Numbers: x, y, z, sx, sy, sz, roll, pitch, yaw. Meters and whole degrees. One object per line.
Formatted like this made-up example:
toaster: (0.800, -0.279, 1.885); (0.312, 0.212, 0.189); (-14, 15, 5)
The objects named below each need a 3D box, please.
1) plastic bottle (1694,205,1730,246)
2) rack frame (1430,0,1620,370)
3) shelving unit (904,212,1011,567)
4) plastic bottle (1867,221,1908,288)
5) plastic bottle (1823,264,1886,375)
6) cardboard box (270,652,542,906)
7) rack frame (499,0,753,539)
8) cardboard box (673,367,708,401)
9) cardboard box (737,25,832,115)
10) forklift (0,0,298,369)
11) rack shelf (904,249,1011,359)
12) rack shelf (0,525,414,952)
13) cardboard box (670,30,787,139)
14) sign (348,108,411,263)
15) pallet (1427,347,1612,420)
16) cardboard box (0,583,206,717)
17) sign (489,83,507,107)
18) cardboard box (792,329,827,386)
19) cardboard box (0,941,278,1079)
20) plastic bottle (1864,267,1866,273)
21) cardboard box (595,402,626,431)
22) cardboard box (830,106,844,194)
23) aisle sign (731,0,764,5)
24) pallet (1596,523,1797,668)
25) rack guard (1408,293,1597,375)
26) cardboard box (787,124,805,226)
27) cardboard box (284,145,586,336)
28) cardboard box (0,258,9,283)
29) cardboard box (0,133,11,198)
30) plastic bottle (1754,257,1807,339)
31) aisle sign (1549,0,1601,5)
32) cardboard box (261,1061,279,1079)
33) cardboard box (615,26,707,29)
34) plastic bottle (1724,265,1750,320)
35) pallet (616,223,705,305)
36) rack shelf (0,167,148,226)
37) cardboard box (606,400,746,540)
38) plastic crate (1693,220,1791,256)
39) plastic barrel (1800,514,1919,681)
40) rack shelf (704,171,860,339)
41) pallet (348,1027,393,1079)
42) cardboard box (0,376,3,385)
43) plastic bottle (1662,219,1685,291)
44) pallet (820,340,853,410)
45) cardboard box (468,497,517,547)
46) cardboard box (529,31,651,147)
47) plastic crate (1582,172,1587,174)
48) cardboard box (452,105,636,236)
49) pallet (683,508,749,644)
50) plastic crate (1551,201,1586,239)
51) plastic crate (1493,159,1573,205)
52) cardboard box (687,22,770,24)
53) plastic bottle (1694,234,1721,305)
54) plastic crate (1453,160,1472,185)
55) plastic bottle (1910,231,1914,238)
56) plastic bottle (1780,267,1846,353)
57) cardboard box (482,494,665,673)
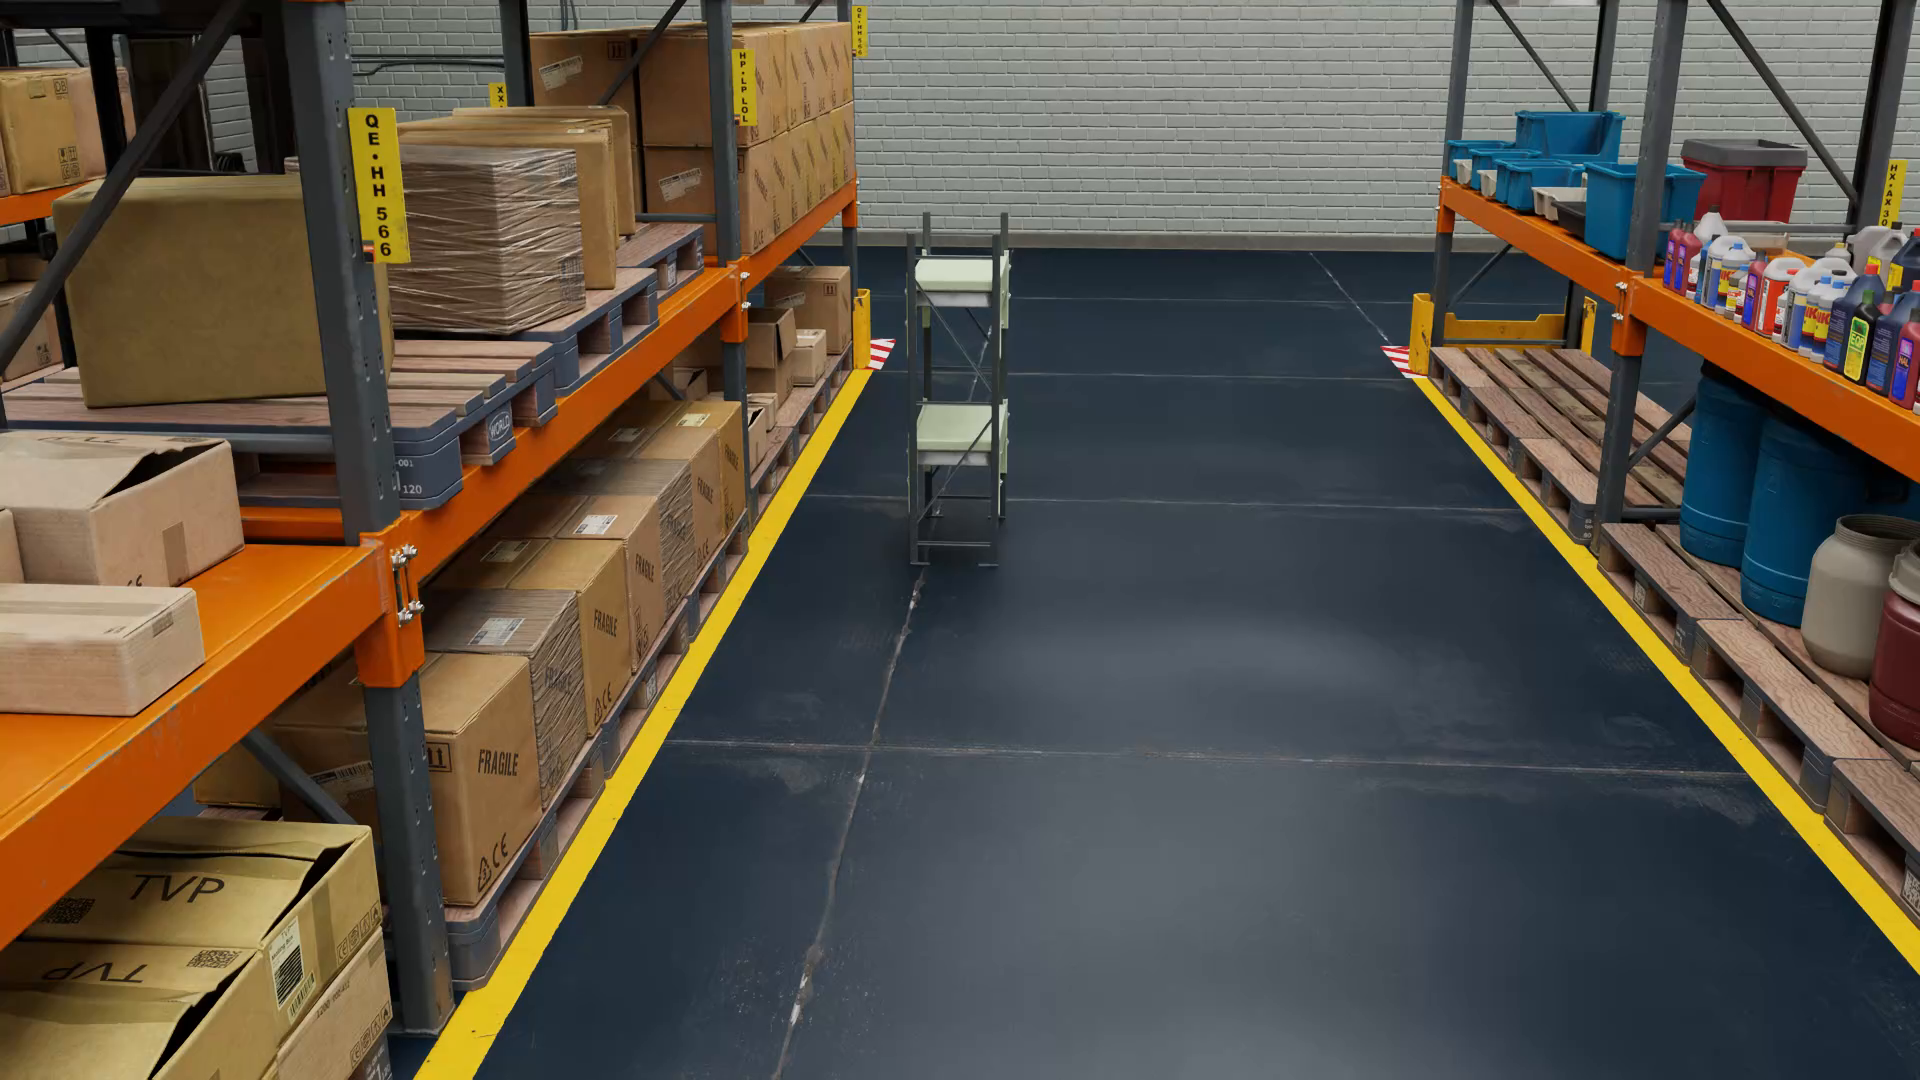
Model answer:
plastic bottle: (3.084, -1.208, 6.870); (0.144, 0.351, 0.185); (1, 18, 4)
rack frame: (3.722, -2.588, 11.004); (1.000, 3.000, 0.127); (1, 18, 4)
shelving unit: (0.000, -0.711, 7.683); (0.431, 1.500, 0.755); (1, 18, 4)
plastic bottle: (3.552, -1.033, 6.336); (0.144, 0.351, 0.185); (1, 18, 4)
plastic bottle: (2.909, -0.717, 5.374); (0.144, 0.351, 0.185); (1, 18, 4)
cardboard box: (-1.474, 0.629, 4.495); (0.500, 0.500, 0.500); (2, 18, 6)
rack frame: (-1.505, -1.457, 7.553); (1.000, 3.000, 0.127); (1, 18, 4)
cardboard box: (-1.694, -0.805, 9.174); (0.500, 0.311, 0.500); (1, 18, 4)
cardboard box: (-1.044, -2.760, 9.762); (0.500, 0.500, 0.500); (2, 18, 5)
forklift: (-3.917, -1.638, 8.216); (1.130, 2.935, 3.031); (6, 19, 17)
rack shelf: (0.000, -1.081, 7.562); (0.431, 0.370, 0.720); (1, 18, 4)
rack shelf: (-1.935, 0.748, 1.978); (1.077, 0.370, 4.000); (1, 18, 4)
cardboard box: (-1.154, -2.280, 8.299); (0.500, 0.500, 0.500); (1, 18, 2)
sign: (-1.238, -0.754, 3.547); (0.100, 0.325, 0.005); (1, 18, 4)
pallet: (3.624, -1.008, 10.659); (1.003, 0.211, 1.213); (1, 18, 4)
cardboard box: (-1.581, 0.190, 2.930); (0.380, 0.149, 0.250); (1, 18, 4)
sign: (-2.047, -1.879, 7.448); (0.100, 0.325, 0.005); (1, 18, 4)
cardboard box: (-1.110, -1.133, 10.274); (0.500, 0.250, 0.500); (1, 18, 4)
cardboard box: (-1.615, 0.955, 3.031); (0.500, 0.311, 0.500); (1, 18, 3)
plastic bottle: (3.577, -1.005, 6.492); (0.097, 0.201, 0.097); (0, 18, 0)
cardboard box: (-1.783, -0.334, 7.432); (0.500, 0.500, 0.500); (0, 18, 1)
cardboard box: (-1.013, -2.441, 10.394); (0.500, 0.500, 0.500); (1, 18, 4)
aisle sign: (-1.507, -3.963, 11.025); (0.394, 0.787, 0.004); (1, 18, 4)
pallet: (3.338, 0.218, 6.918); (1.003, 0.211, 1.213); (1, 18, 4)
rack guard: (3.711, -1.408, 11.417); (1.175, 0.500, 0.348); (1, 18, 4)
cardboard box: (-1.125, -1.972, 8.962); (0.500, 0.500, 0.500); (1, 18, 4)
cardboard box: (-1.603, -0.940, 5.140); (0.700, 0.500, 0.500); (5, 19, 14)
cardboard box: (-6.355, -1.718, 10.646); (0.380, 0.149, 0.250); (1, 18, 4)
cardboard box: (-6.291, -2.330, 9.736); (0.980, 0.700, 0.700); (0, 18, 1)
plastic bottle: (2.955, -0.864, 5.941); (0.152, 0.276, 0.135); (1, 18, 4)
aisle sign: (4.019, -3.839, 10.647); (0.394, 0.787, 0.004); (1, 18, 4)
cardboard box: (-1.620, 1.221, 3.121); (0.500, 0.250, 0.500); (1, 18, 3)
cardboard box: (-1.620, -2.615, 9.320); (0.500, 0.500, 0.500); (1, 18, 3)
plastic bottle: (2.953, -0.937, 6.284); (0.097, 0.201, 0.097); (0, 18, 0)
pallet: (-1.671, -1.120, 6.833); (1.003, 0.211, 1.213); (1, 18, 4)
rack shelf: (-6.303, -1.846, 9.895); (1.077, 0.370, 4.000); (1, 18, 4)
cardboard box: (-1.255, -0.319, 7.387); (0.500, 0.500, 0.500); (1, 18, 4)
plastic crate: (3.611, -1.390, 7.676); (0.396, 0.136, 0.243); (1, 18, 4)
plastic barrel: (3.199, 0.199, 5.820); (0.421, 0.512, 0.421); (0, 18, 0)
rack shelf: (-1.362, -1.737, 9.561); (1.077, 0.370, 4.000); (1, 18, 4)
pallet: (-1.890, 1.365, 3.419); (1.003, 0.211, 1.213); (1, 18, 4)
cardboard box: (-6.212, -1.124, 9.875); (0.700, 0.500, 0.500); (2, 18, 5)
plastic bottle: (2.983, -1.186, 6.912); (0.061, 0.283, 0.133); (1, 18, 4)
pallet: (-1.280, -1.103, 10.951); (1.003, 0.211, 1.213); (1, 18, 4)
cardboard box: (-1.890, 0.144, 5.974); (0.500, 0.500, 0.500); (1, 18, 2)
cardboard box: (-1.727, -2.143, 7.879); (0.500, 0.500, 0.500); (1, 18, 4)
plastic crate: (3.809, -2.144, 9.977); (0.396, 0.136, 0.243); (1, 18, 4)
cardboard box: (-1.762, -1.562, 7.039); (0.700, 0.500, 0.500); (-5, 19, -15)
pallet: (-1.526, 0.121, 7.214); (1.003, 0.211, 1.213); (1, 18, 4)
plastic crate: (3.247, -1.597, 8.325); (0.437, 0.125, 0.590); (1, 18, 4)
plastic crate: (3.281, -2.059, 9.561); (0.416, 0.233, 0.300); (1, 18, 4)
cardboard box: (-1.513, -3.090, 10.771); (0.500, 0.500, 0.500); (2, 18, 6)
plastic bottle: (2.977, -1.072, 6.585); (0.097, 0.271, 0.097); (0, 18, 0)
plastic crate: (3.270, -2.324, 10.526); (0.250, 0.136, 0.298); (1, 18, 4)
plastic bottle: (3.758, -1.088, 6.613); (0.061, 0.283, 0.133); (1, 18, 4)
plastic bottle: (2.939, -0.792, 5.722); (0.152, 0.276, 0.135); (1, 18, 4)
cardboard box: (-1.369, 0.148, 5.962); (0.500, 0.500, 0.500); (1, 18, 2)
